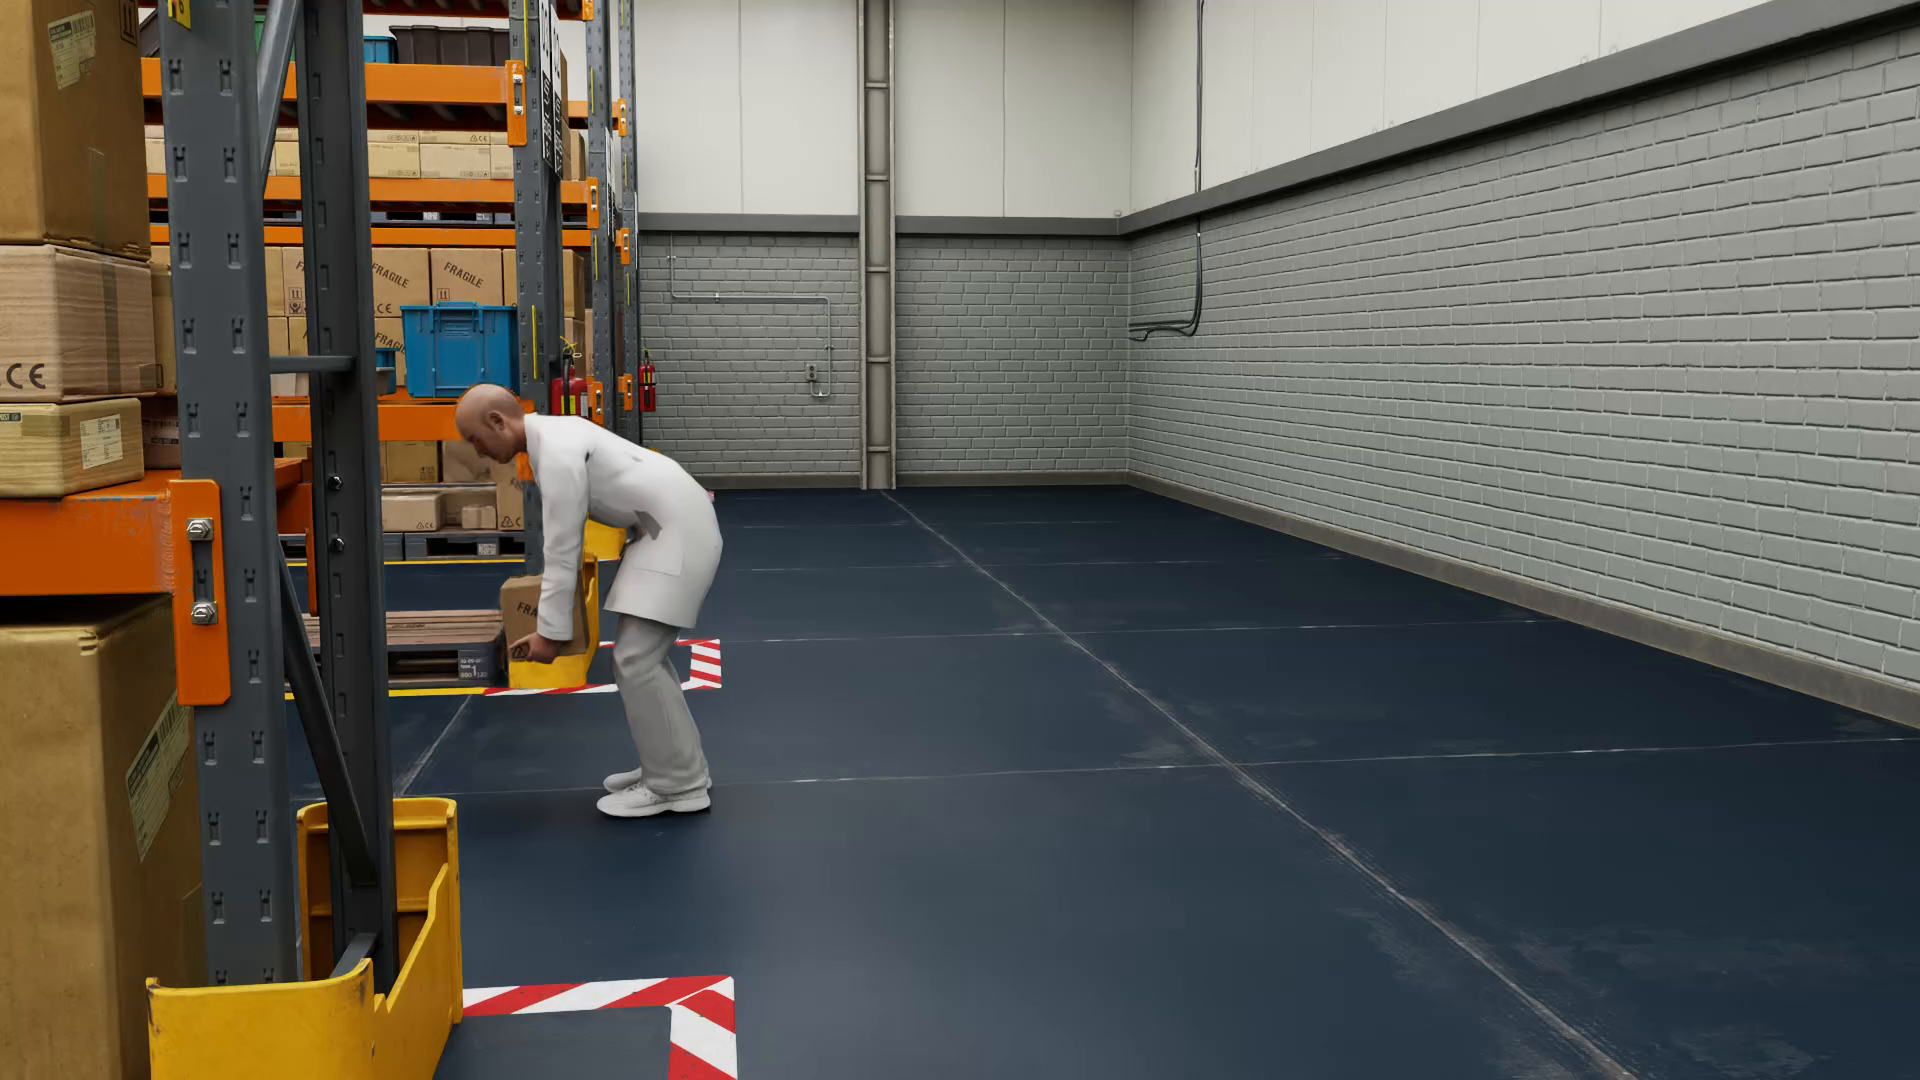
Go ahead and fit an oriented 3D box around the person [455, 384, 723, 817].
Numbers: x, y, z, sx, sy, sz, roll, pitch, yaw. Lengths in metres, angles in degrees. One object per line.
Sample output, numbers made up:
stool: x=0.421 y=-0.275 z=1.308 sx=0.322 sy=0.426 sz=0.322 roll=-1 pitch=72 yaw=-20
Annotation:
person: x=-1.233 y=0.193 z=5.612 sx=0.860 sy=1.435 sz=0.526 roll=-1 pitch=6 yaw=-10
